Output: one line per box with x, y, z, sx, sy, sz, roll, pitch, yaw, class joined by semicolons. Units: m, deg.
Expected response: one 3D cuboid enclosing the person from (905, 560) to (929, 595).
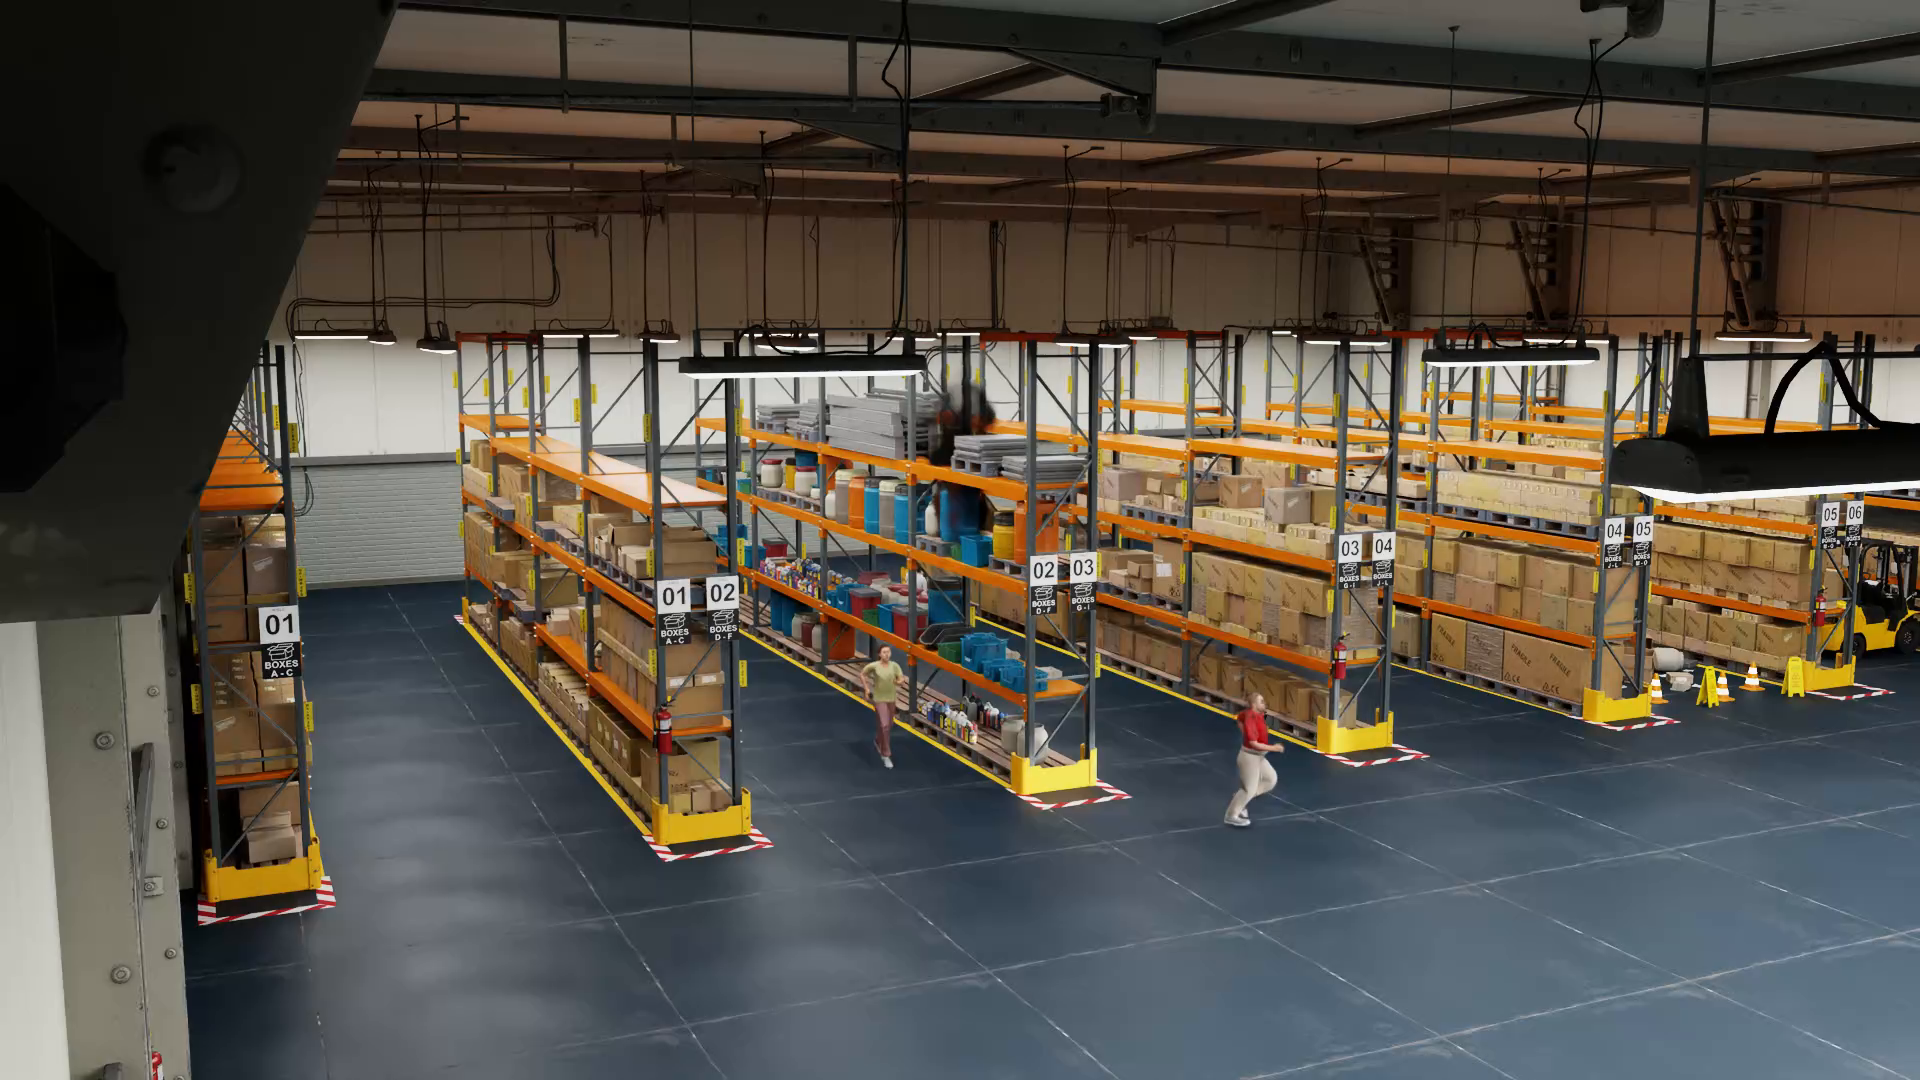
-0.807;1.143;32.461;0.573;1.650;0.562;-5;9;-32;person

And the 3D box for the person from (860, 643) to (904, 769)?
-1.077;2.313;23.651;0.552;1.715;0.830;-4;9;-27;person

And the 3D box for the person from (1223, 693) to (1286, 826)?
3.674;2.715;20.672;0.743;1.677;0.685;2;8;15;person
